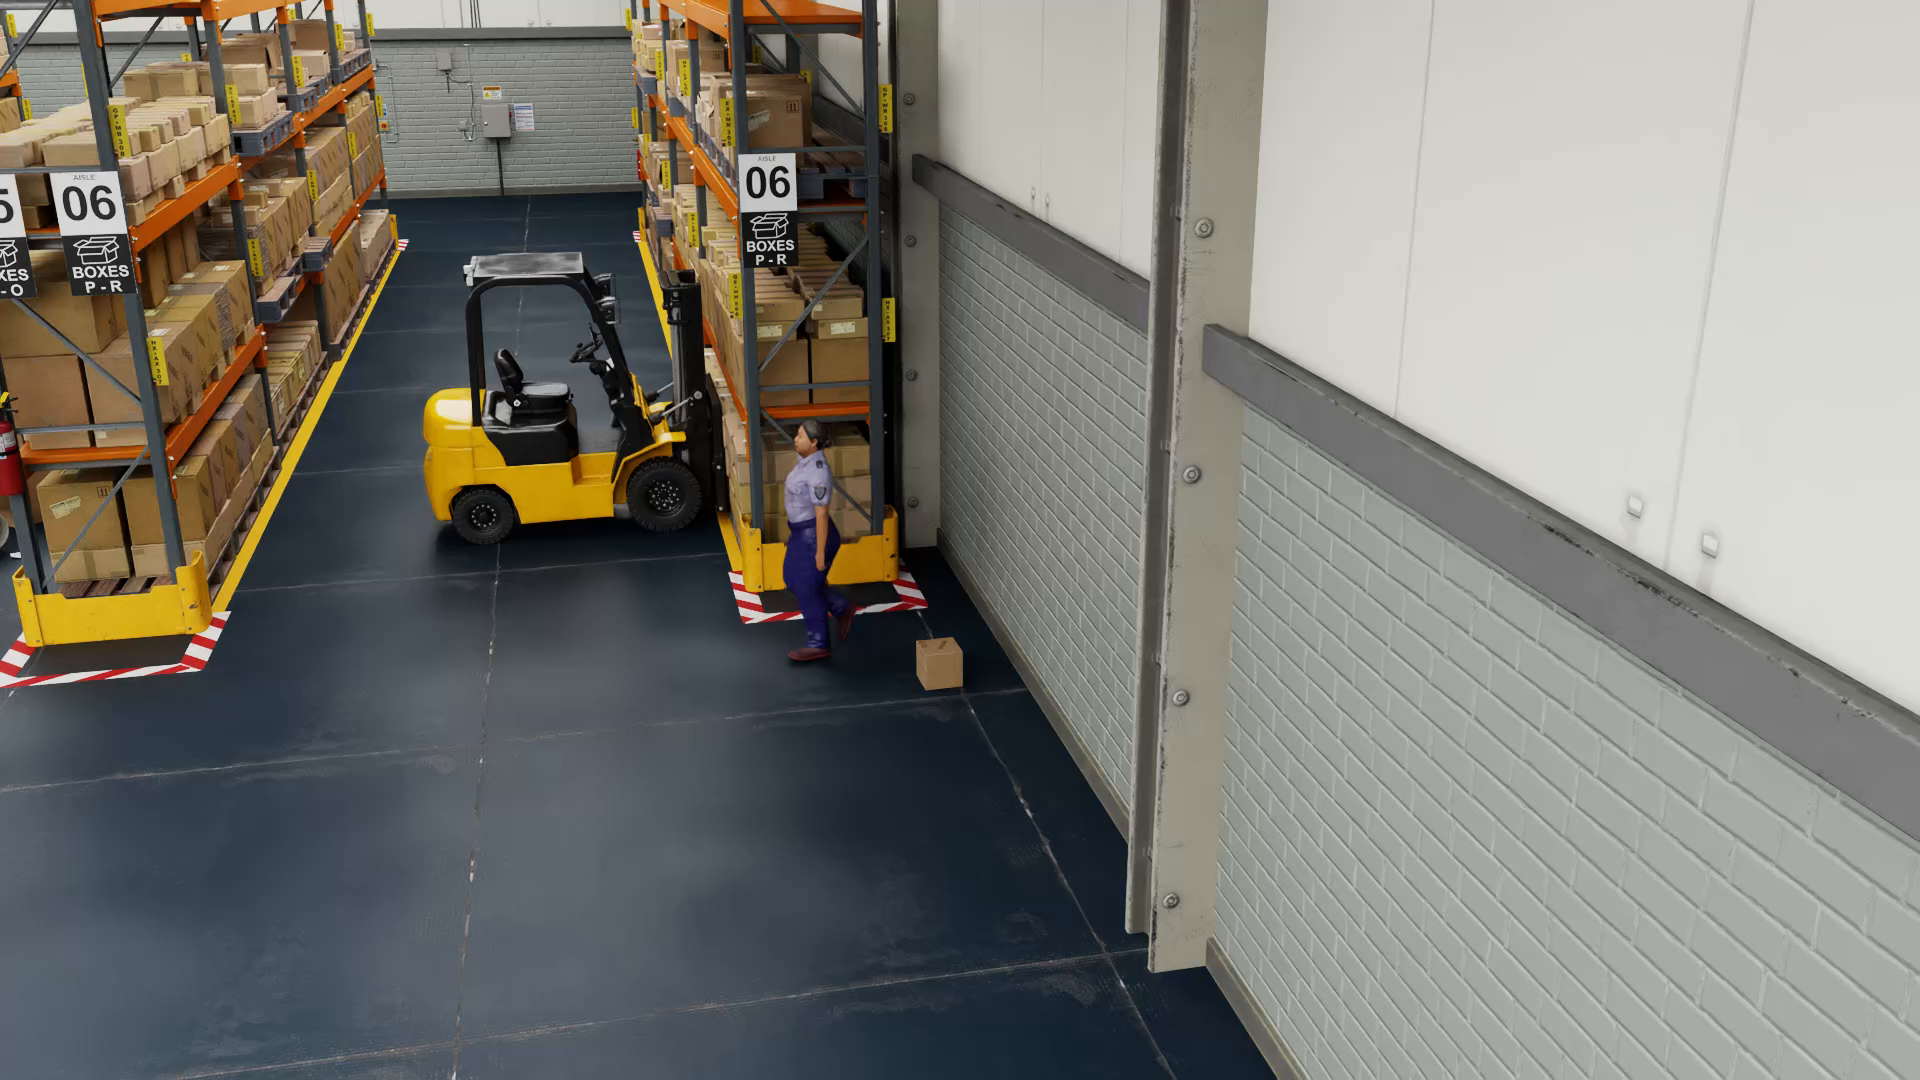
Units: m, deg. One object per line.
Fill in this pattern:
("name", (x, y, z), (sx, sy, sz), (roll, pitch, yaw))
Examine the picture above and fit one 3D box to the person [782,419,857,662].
("person", (-0.932, -0.013, 11.075), (0.505, 1.634, 0.501), (-4, 20, -11))
